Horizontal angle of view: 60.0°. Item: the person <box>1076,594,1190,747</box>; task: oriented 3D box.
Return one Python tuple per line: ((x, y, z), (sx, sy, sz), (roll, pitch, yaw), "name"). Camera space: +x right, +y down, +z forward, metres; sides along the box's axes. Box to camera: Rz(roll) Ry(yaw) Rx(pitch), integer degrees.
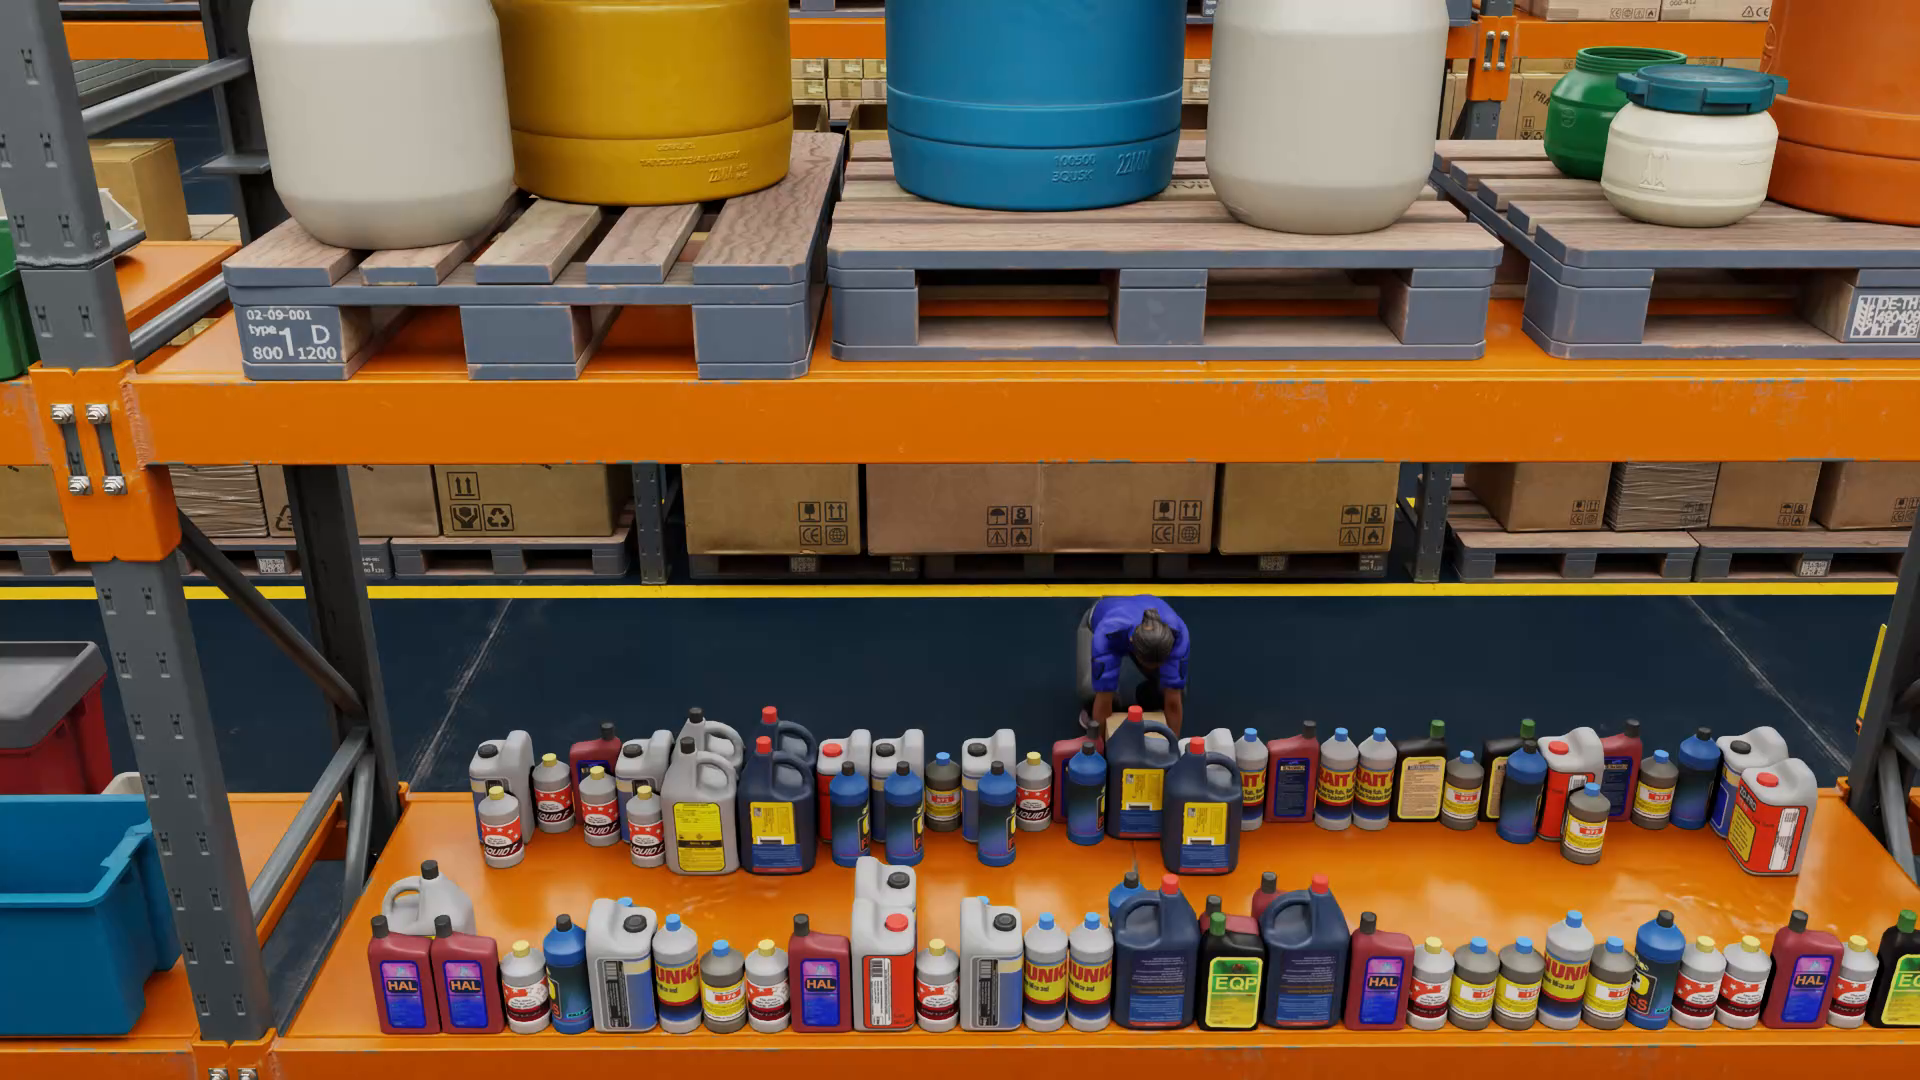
((0.725, 0.556, 7.076), (0.470, 0.807, 0.841), (0, 24, 0), "person")
